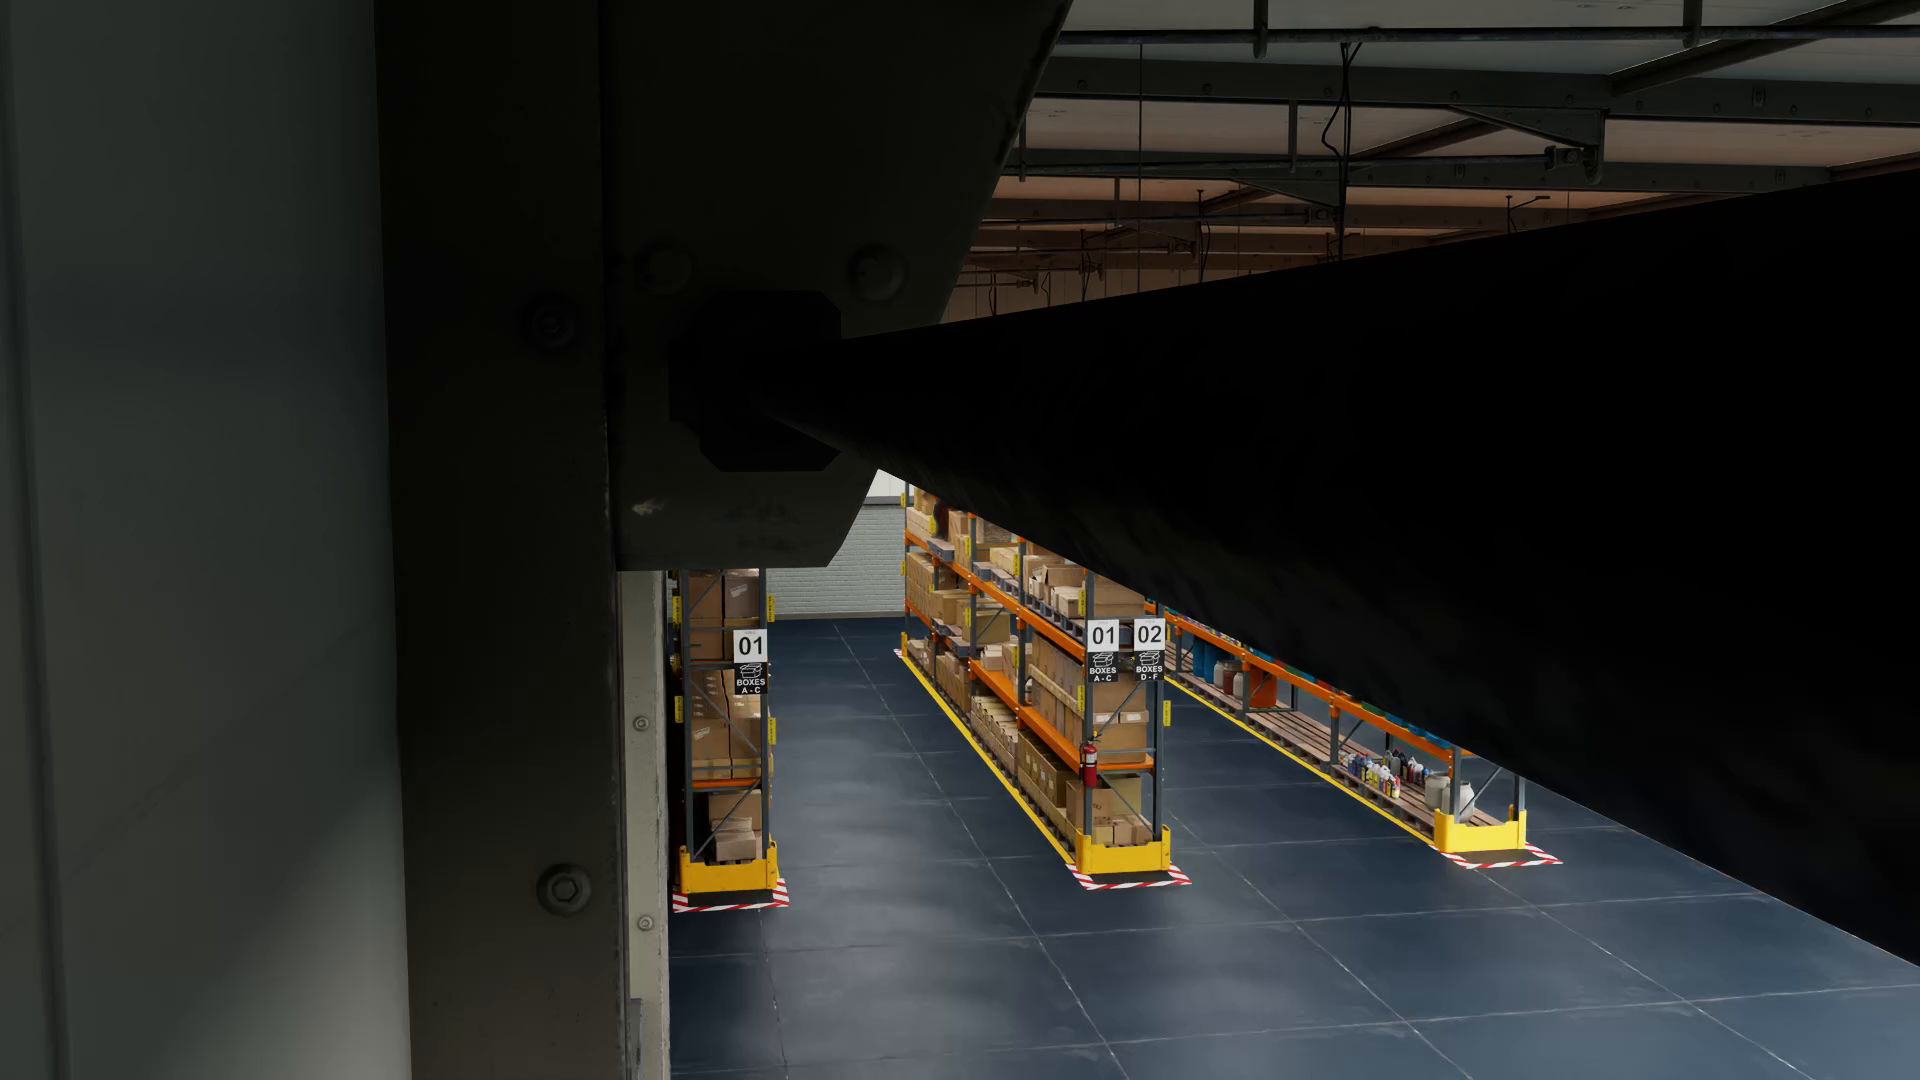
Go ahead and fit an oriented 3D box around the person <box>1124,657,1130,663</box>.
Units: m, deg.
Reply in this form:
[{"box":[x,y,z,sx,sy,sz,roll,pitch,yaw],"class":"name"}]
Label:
[{"box":[3.238,1.892,33.513,0.487,1.642,0.860,2,6,15],"class":"person"}]
